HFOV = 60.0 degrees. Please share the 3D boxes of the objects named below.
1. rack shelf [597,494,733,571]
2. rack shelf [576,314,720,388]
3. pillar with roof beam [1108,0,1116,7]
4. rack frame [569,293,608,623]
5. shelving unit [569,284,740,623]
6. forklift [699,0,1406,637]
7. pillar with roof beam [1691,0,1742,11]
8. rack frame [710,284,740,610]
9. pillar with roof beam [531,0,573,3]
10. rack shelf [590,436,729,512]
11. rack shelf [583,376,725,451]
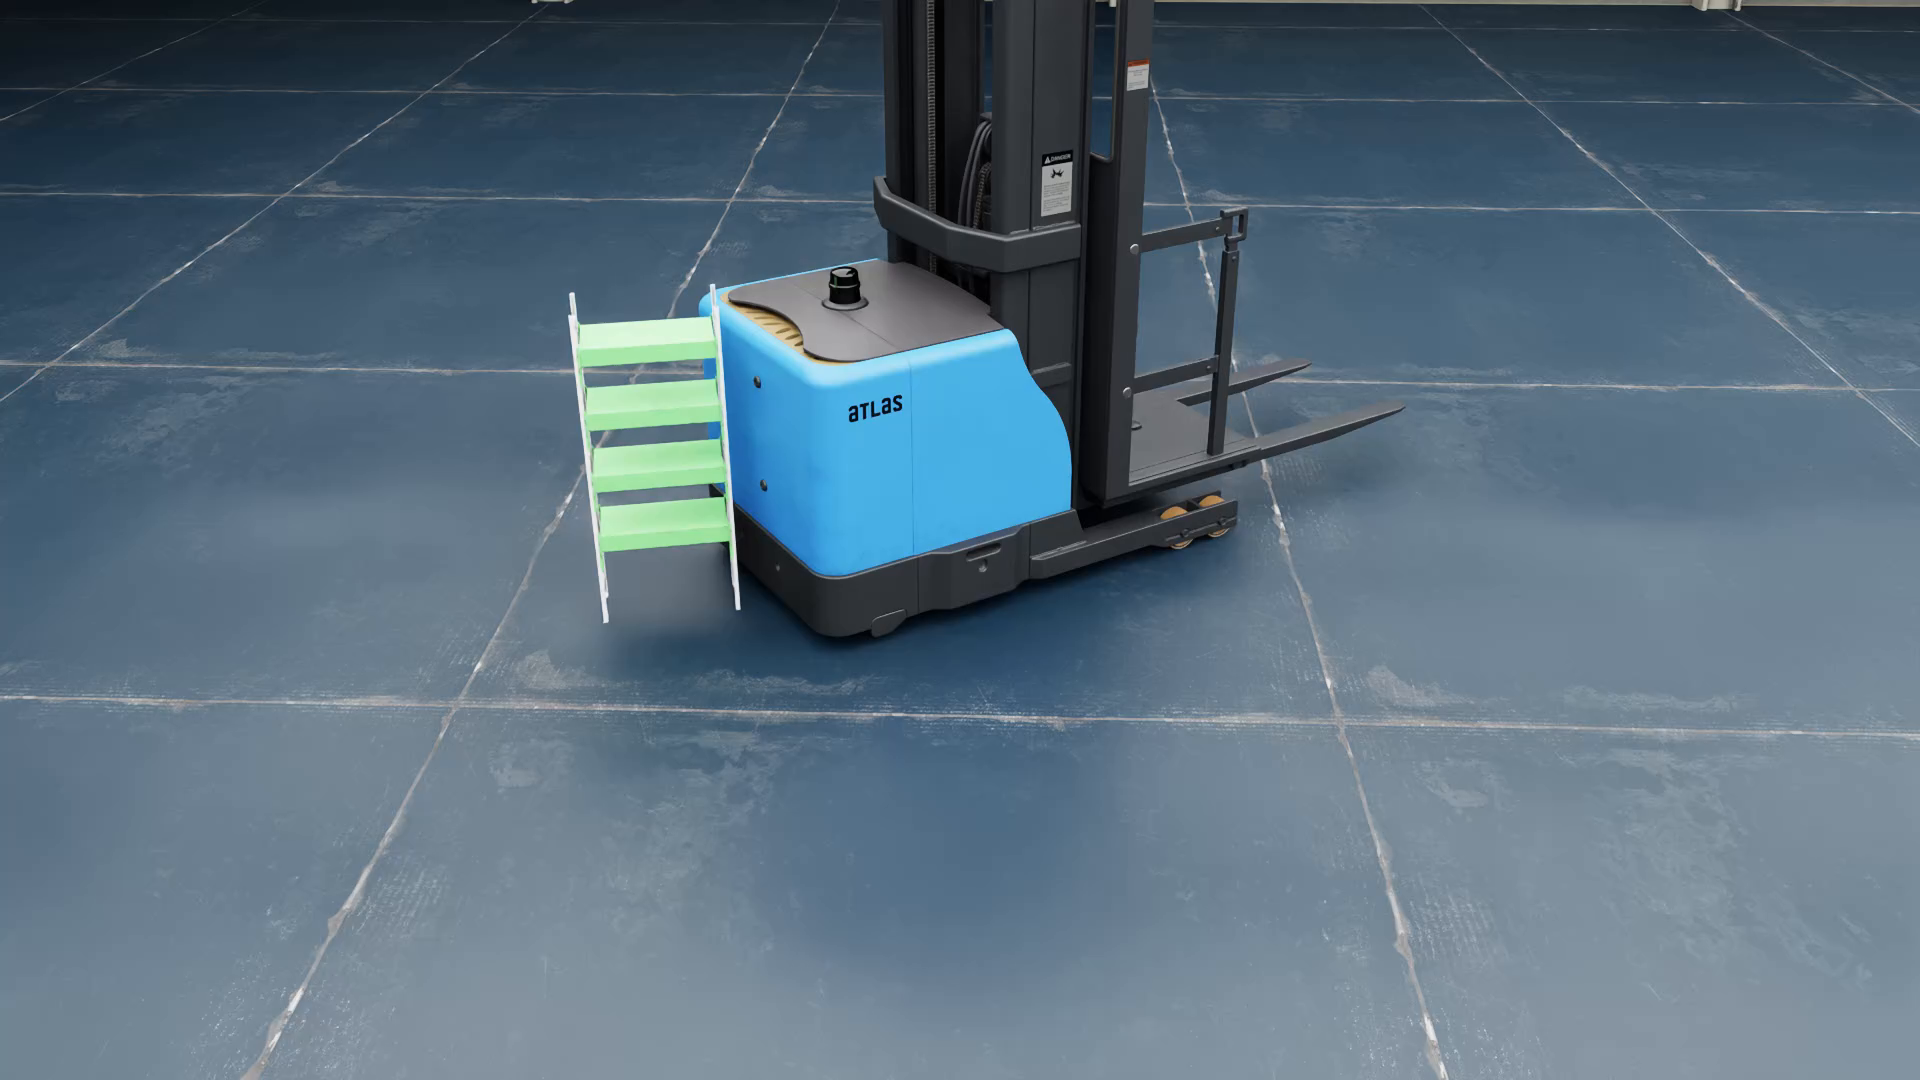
[{"bbox_3d":[-1.096,-0.031,6.177,0.480,0.148,0.258,-5,28,-10],"label":"rack shelf"},{"bbox_3d":[-1.096,-0.668,5.840,0.480,0.148,0.258,-5,28,-10],"label":"rack shelf"},{"bbox_3d":[1.592,-7.516,11.320,0.400,9.000,9.100,1,28,2],"label":"pillar with roof beam"},{"bbox_3d":[-1.335,-0.278,5.994,0.015,1.200,0.240,-5,28,-10],"label":"rack frame"},{"bbox_3d":[-1.096,-0.300,6.035,0.503,1.200,0.258,-5,28,-10],"label":"shelving unit"},{"bbox_3d":[0.530,-1.451,6.358,3.031,2.935,1.130,-16,32,-28],"label":"forklift"},{"bbox_3d":[7.588,-7.416,11.133,0.400,9.000,9.100,1,28,2],"label":"pillar with roof beam"},{"bbox_3d":[-0.856,-0.321,6.075,0.015,1.200,0.240,-5,28,-10],"label":"rack frame"},{"bbox_3d":[-4.404,-7.615,11.507,0.400,9.000,9.100,1,28,2],"label":"pillar with roof beam"},{"bbox_3d":[-1.096,-0.243,6.065,0.480,0.148,0.258,-5,28,-10],"label":"rack shelf"},{"bbox_3d":[-1.096,-0.456,5.952,0.480,0.148,0.258,-5,28,-10],"label":"rack shelf"}]
